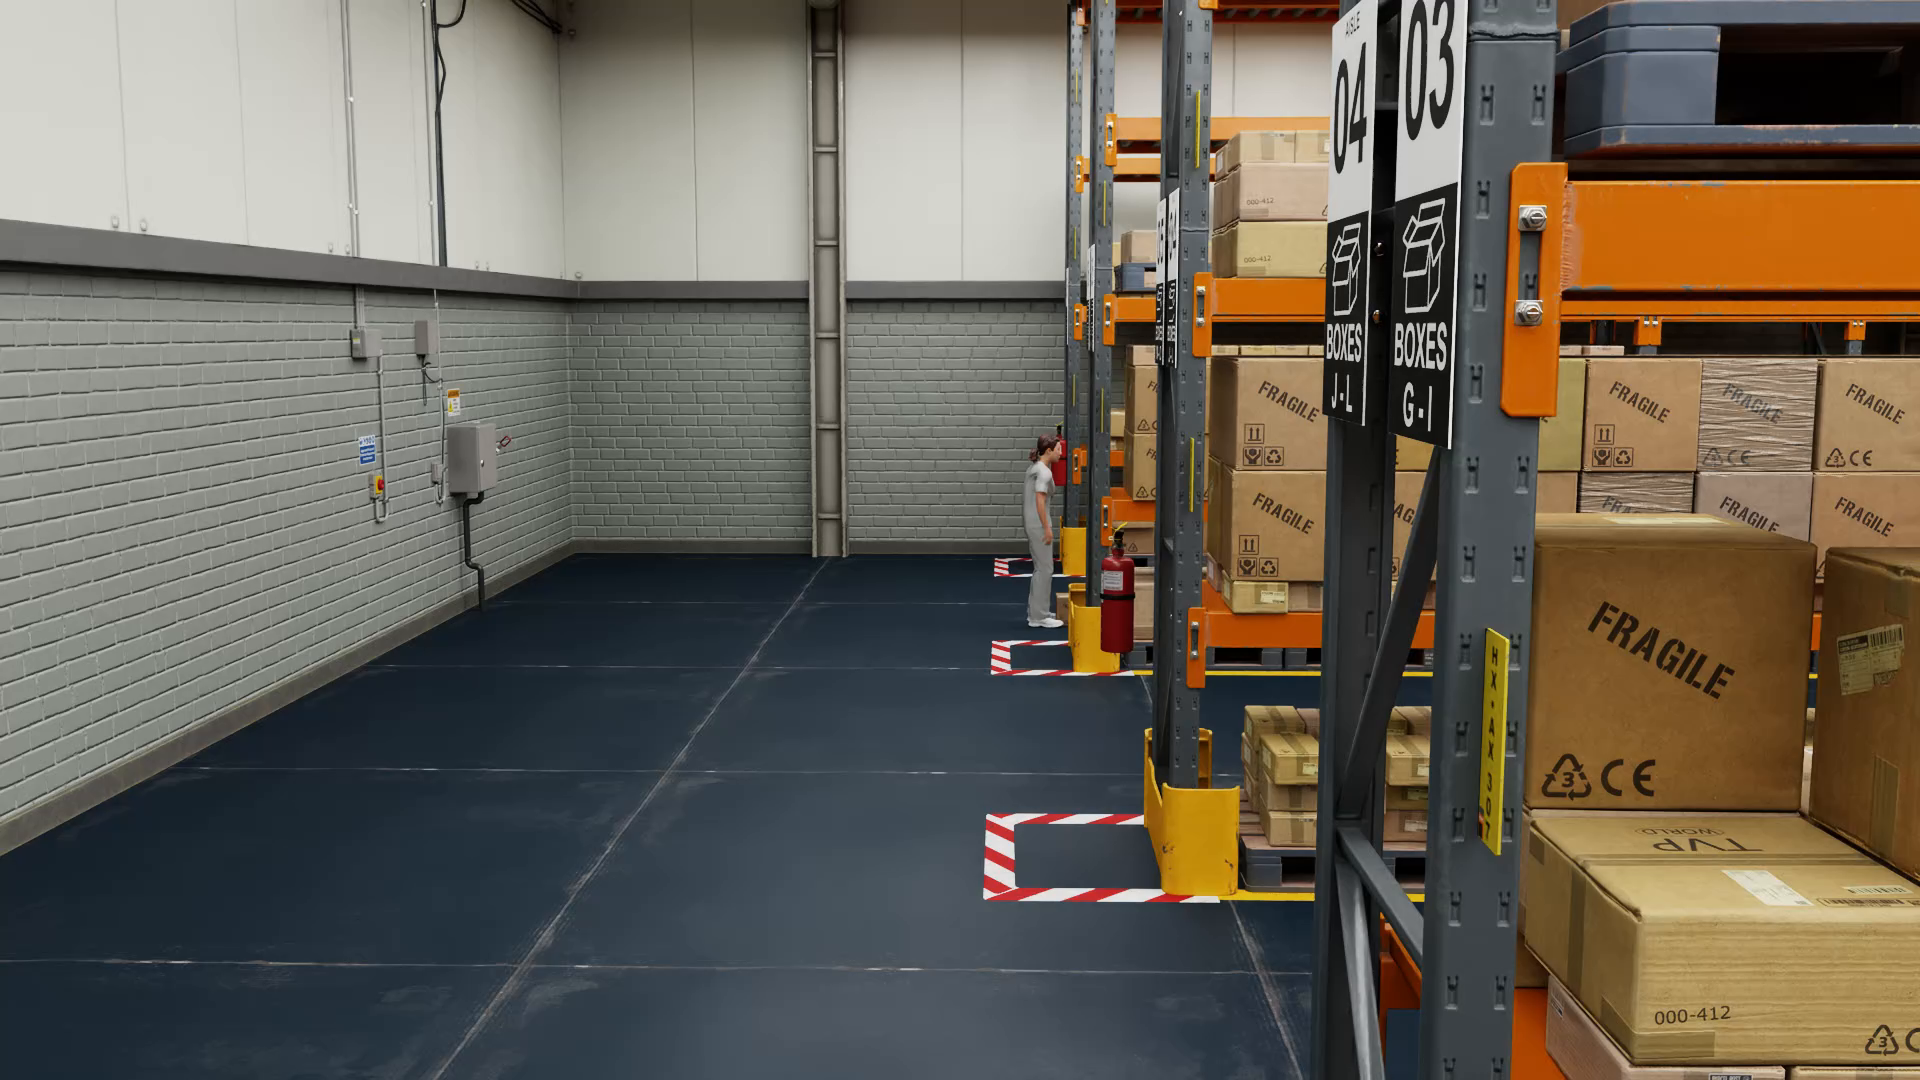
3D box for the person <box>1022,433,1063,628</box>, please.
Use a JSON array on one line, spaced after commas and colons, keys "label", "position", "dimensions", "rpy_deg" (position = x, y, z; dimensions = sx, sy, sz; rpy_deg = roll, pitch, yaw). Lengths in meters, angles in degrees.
[{"label": "person", "position": [0.723, -0.095, 14.528], "dimensions": [0.364, 1.671, 0.513], "rpy_deg": [0, 7, -2]}]
